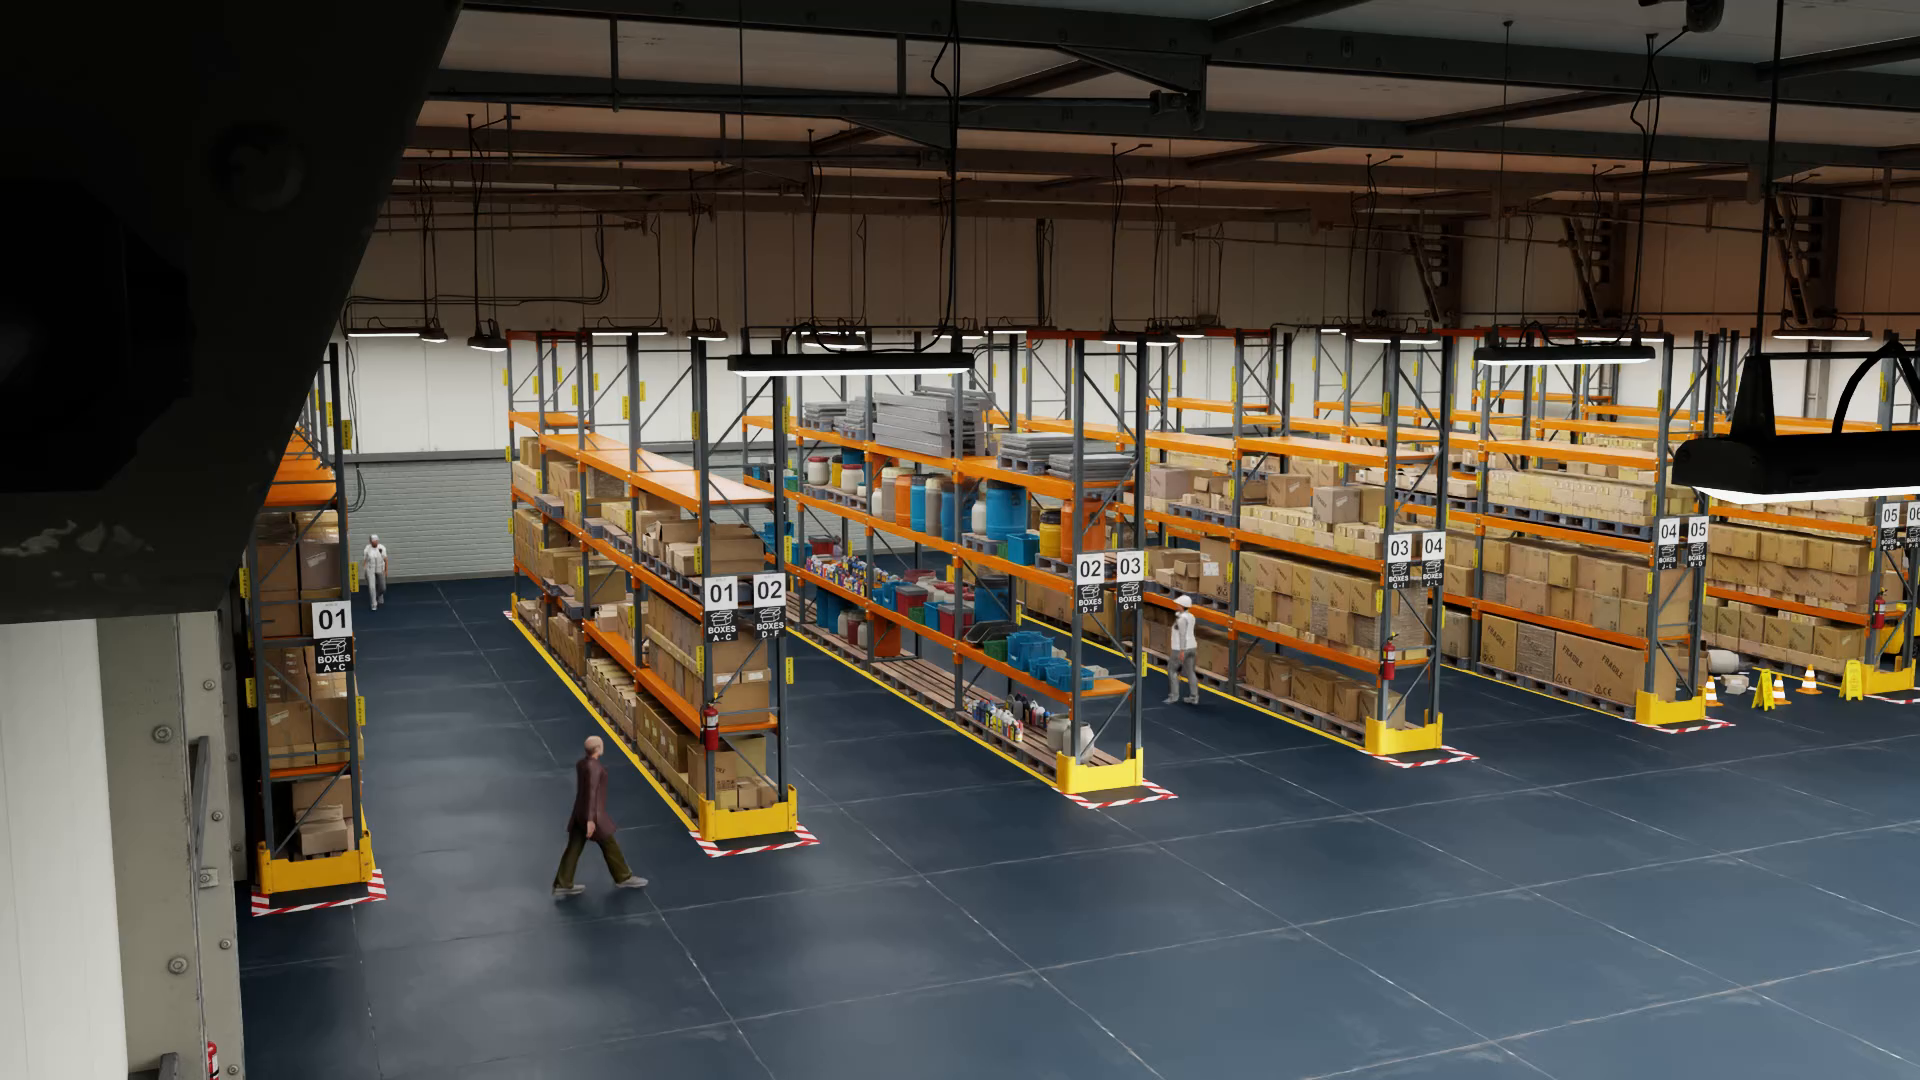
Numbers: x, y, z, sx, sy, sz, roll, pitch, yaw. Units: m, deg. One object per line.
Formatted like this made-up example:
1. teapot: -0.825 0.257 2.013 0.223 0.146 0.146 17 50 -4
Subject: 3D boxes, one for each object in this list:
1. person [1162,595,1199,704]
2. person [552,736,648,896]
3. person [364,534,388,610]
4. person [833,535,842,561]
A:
1. person: 3.675 1.805 27.062 0.525 1.815 0.618 -7 10 -41
2. person: -3.985 2.987 18.184 1.033 1.722 0.627 -5 9 -34
3. person: -12.566 0.655 35.765 0.486 1.617 0.857 -4 9 -25
4. person: -2.606 0.722 35.237 0.519 1.650 0.445 3 8 20
